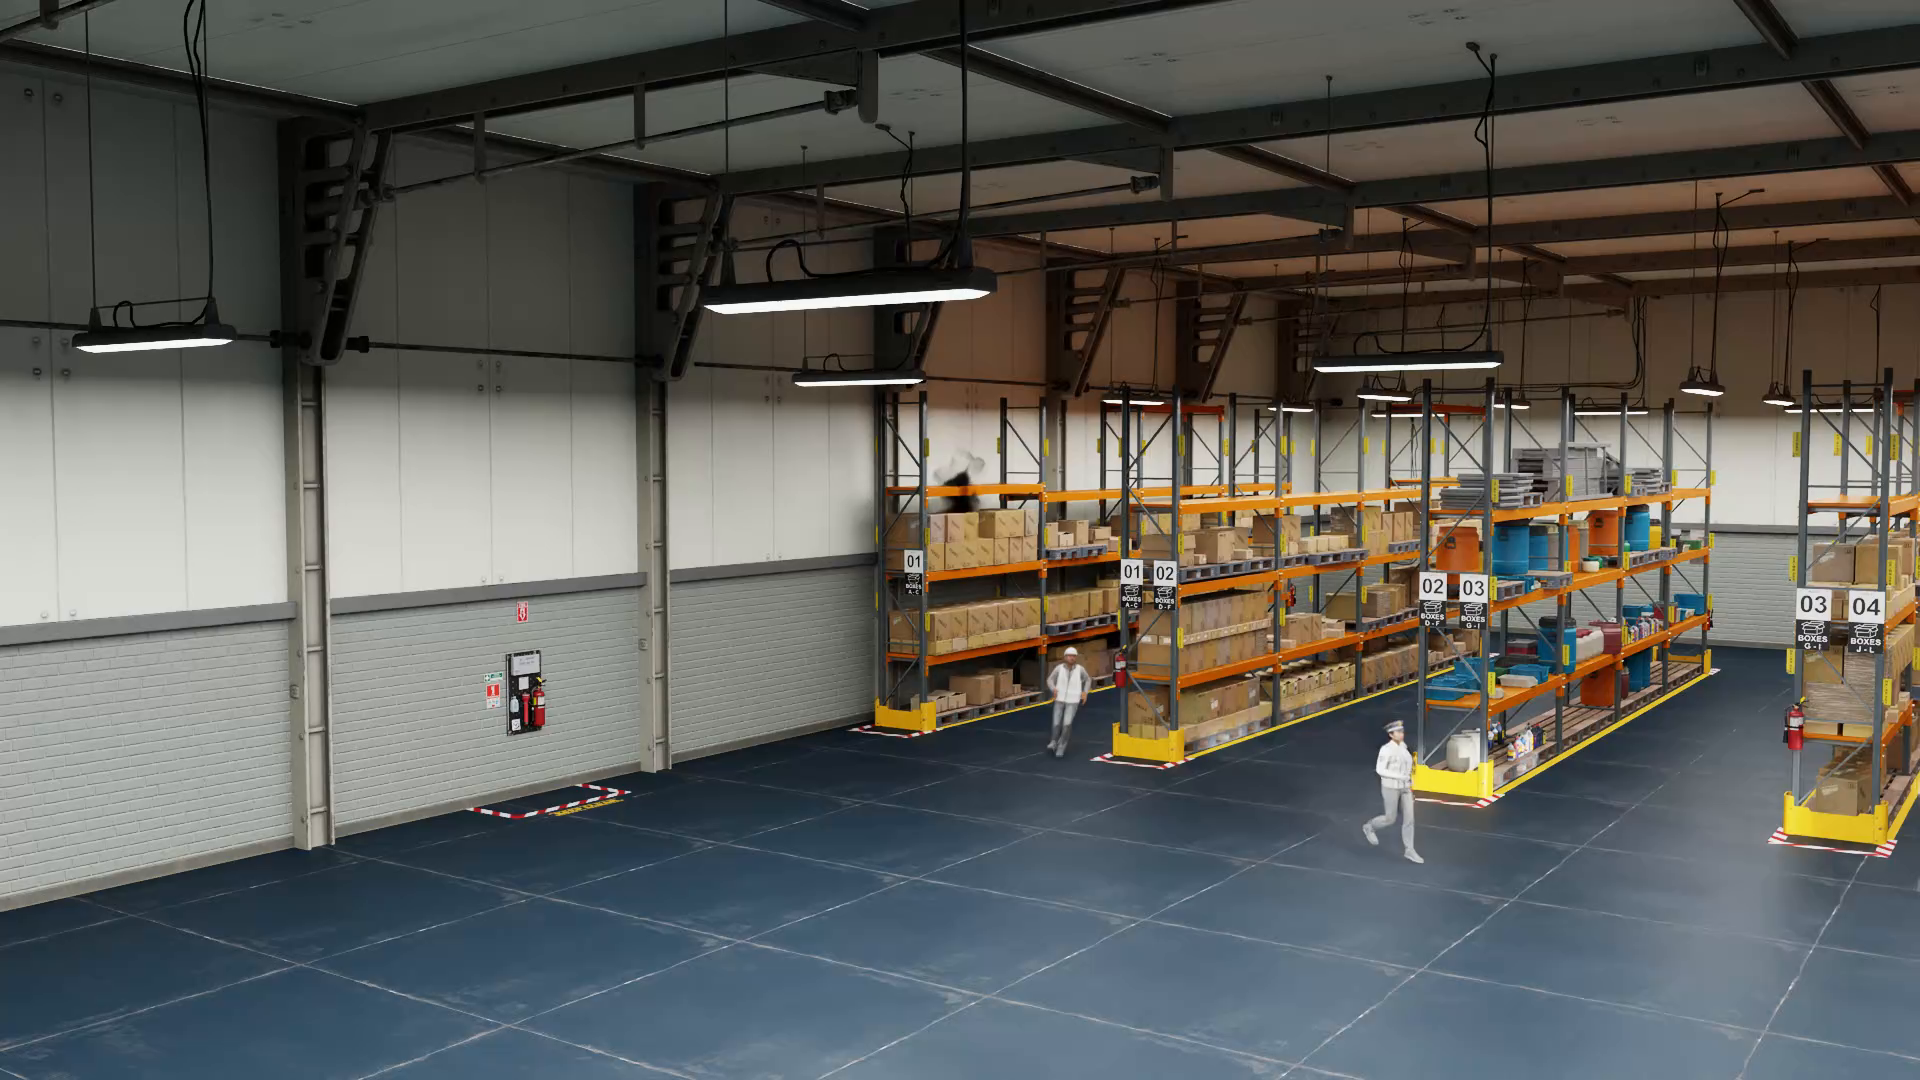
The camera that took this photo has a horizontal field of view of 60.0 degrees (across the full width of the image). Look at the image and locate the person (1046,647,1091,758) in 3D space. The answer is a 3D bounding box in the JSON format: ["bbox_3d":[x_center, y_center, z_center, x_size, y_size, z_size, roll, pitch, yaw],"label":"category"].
[{"bbox_3d":[1.753,2.636,27.108,0.727,1.795,0.695,1,3,11],"label":"person"}]

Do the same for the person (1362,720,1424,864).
[{"bbox_3d":[5.303,3.025,20.265,0.616,1.676,0.901,-2,4,-33],"label":"person"}]
